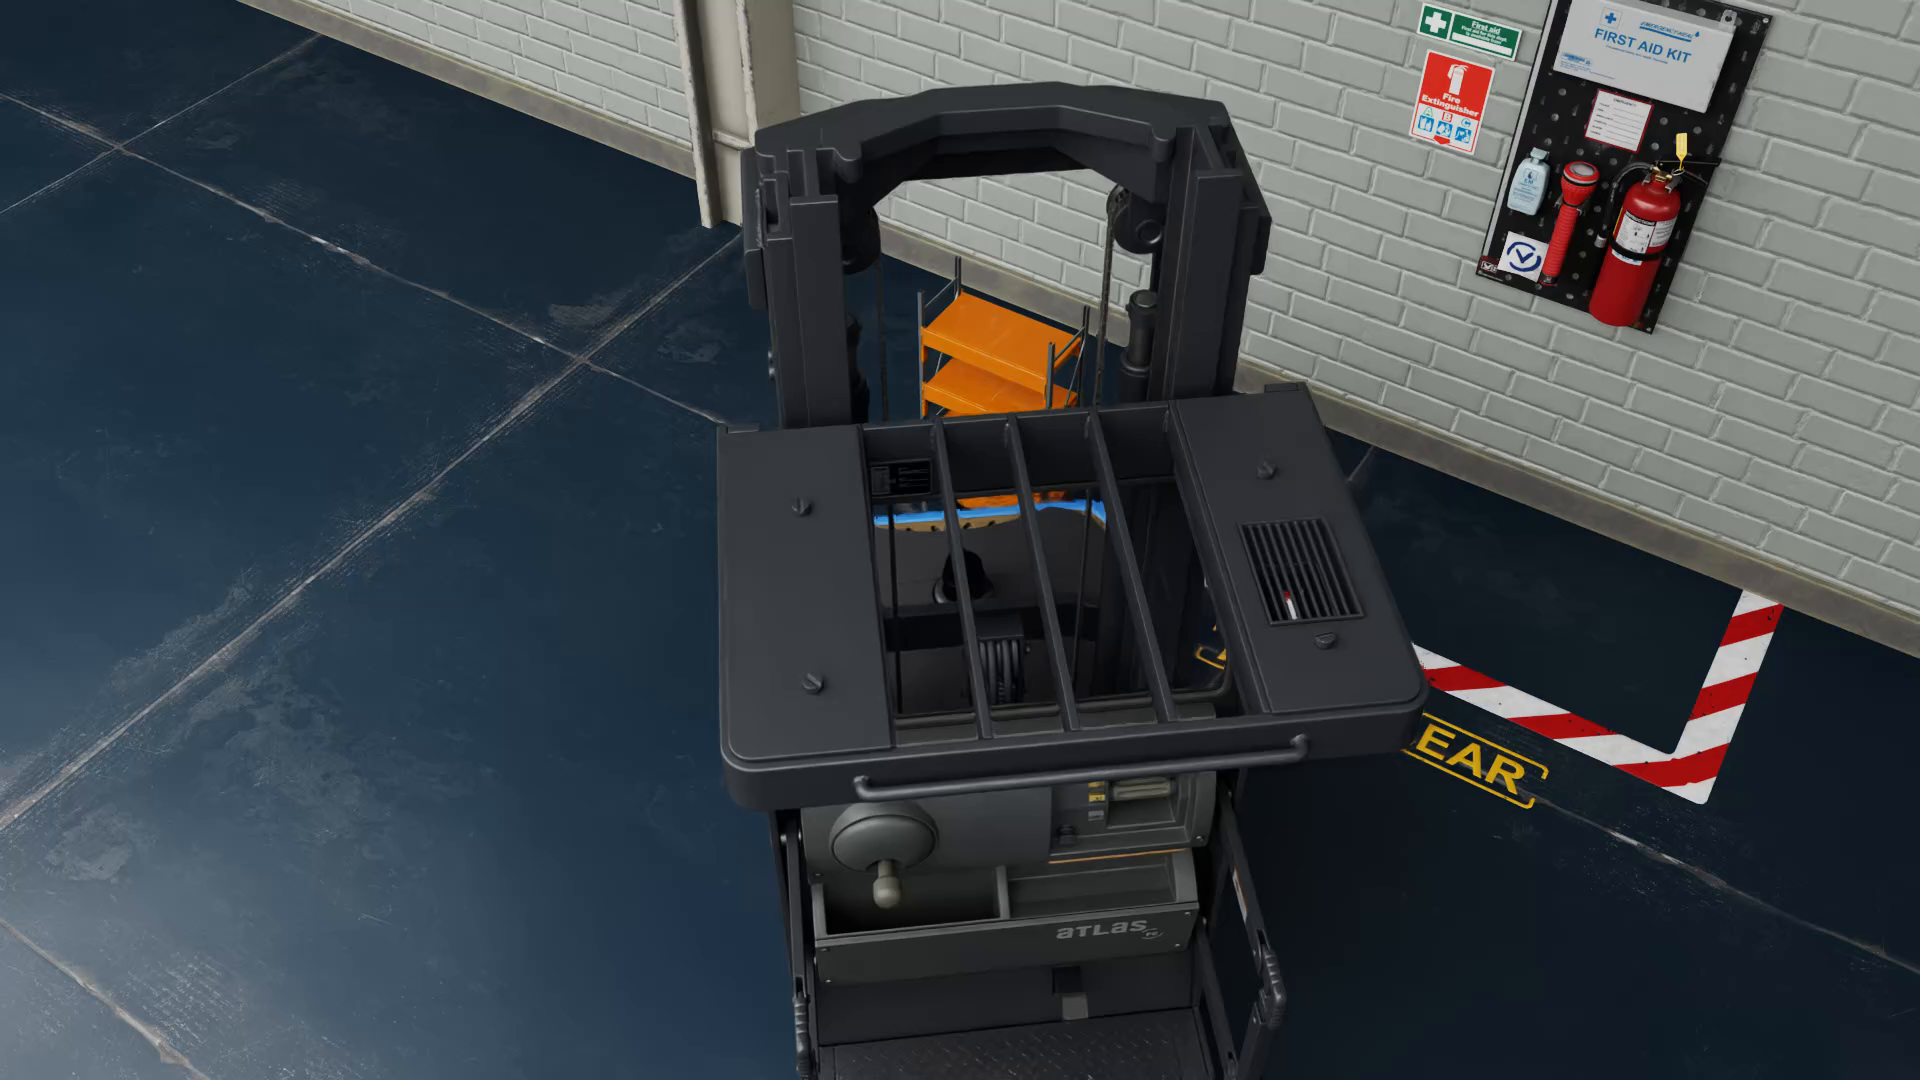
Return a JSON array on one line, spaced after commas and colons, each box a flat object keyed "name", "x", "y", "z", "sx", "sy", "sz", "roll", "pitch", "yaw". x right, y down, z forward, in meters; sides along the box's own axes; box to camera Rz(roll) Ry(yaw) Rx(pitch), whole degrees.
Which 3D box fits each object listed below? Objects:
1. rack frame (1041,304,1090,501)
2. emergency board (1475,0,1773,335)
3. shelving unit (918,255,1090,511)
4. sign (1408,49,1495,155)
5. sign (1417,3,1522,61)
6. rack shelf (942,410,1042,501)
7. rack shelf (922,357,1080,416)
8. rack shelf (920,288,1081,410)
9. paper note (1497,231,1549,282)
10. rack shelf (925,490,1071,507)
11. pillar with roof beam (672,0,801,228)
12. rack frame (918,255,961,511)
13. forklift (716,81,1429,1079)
[{"name": "rack frame", "x": 0.345, "y": -0.260, "z": 5.666, "sx": 0.015, "sy": 1.200, "sz": 0.240, "roll": 25, "pitch": 51, "yaw": 22}, {"name": "emergency board", "x": 2.048, "y": -1.171, "z": 5.296, "sx": 0.643, "sy": 1.169, "sz": 0.194, "roll": 25, "pitch": 51, "yaw": 22}, {"name": "shelving unit", "x": 0.139, "y": -0.354, "z": 5.757, "sx": 0.503, "sy": 1.200, "sz": 0.258, "roll": 25, "pitch": 51, "yaw": 22}, {"name": "sign", "x": 1.638, "y": -1.460, "z": 5.552, "sx": 0.234, "sy": 0.329, "sz": 0.001, "roll": 25, "pitch": 51, "yaw": 22}, {"name": "sign", "x": 1.637, "y": -1.637, "z": 5.355, "sx": 0.331, "sy": 0.109, "sz": 0.001, "roll": 25, "pitch": 51, "yaw": 22}, {"name": "rack shelf", "x": 0.139, "y": -0.307, "z": 5.806, "sx": 0.480, "sy": 0.148, "sz": 0.258, "roll": 25, "pitch": 51, "yaw": 22}, {"name": "rack shelf", "x": 0.139, "y": -0.463, "z": 5.645, "sx": 0.480, "sy": 0.148, "sz": 0.258, "roll": 25, "pitch": 51, "yaw": 22}, {"name": "rack shelf", "x": 0.139, "y": -0.628, "z": 5.476, "sx": 0.480, "sy": 0.148, "sz": 0.258, "roll": 25, "pitch": 51, "yaw": 22}, {"name": "paper note", "x": 1.936, "y": -0.974, "z": 5.719, "sx": 0.142, "sy": 0.148, "sz": 0.016, "roll": 25, "pitch": 51, "yaw": 22}, {"name": "rack shelf", "x": 0.139, "y": -0.169, "z": 5.948, "sx": 0.480, "sy": 0.148, "sz": 0.258, "roll": 25, "pitch": 51, "yaw": 22}, {"name": "pillar with roof beam", "x": -3.267, "y": -2.006, "z": 1.924, "sx": 0.400, "sy": 9.000, "sz": 9.100, "roll": 25, "pitch": 51, "yaw": 22}, {"name": "rack frame", "x": -0.066, "y": -0.449, "z": 5.849, "sx": 0.015, "sy": 1.200, "sz": 0.240, "roll": 25, "pitch": 51, "yaw": 22}, {"name": "forklift", "x": 0.136, "y": 0.685, "z": 3.541, "sx": 1.130, "sy": 2.935, "sz": 3.031, "roll": -5, "pitch": 46, "yaw": -5}]
